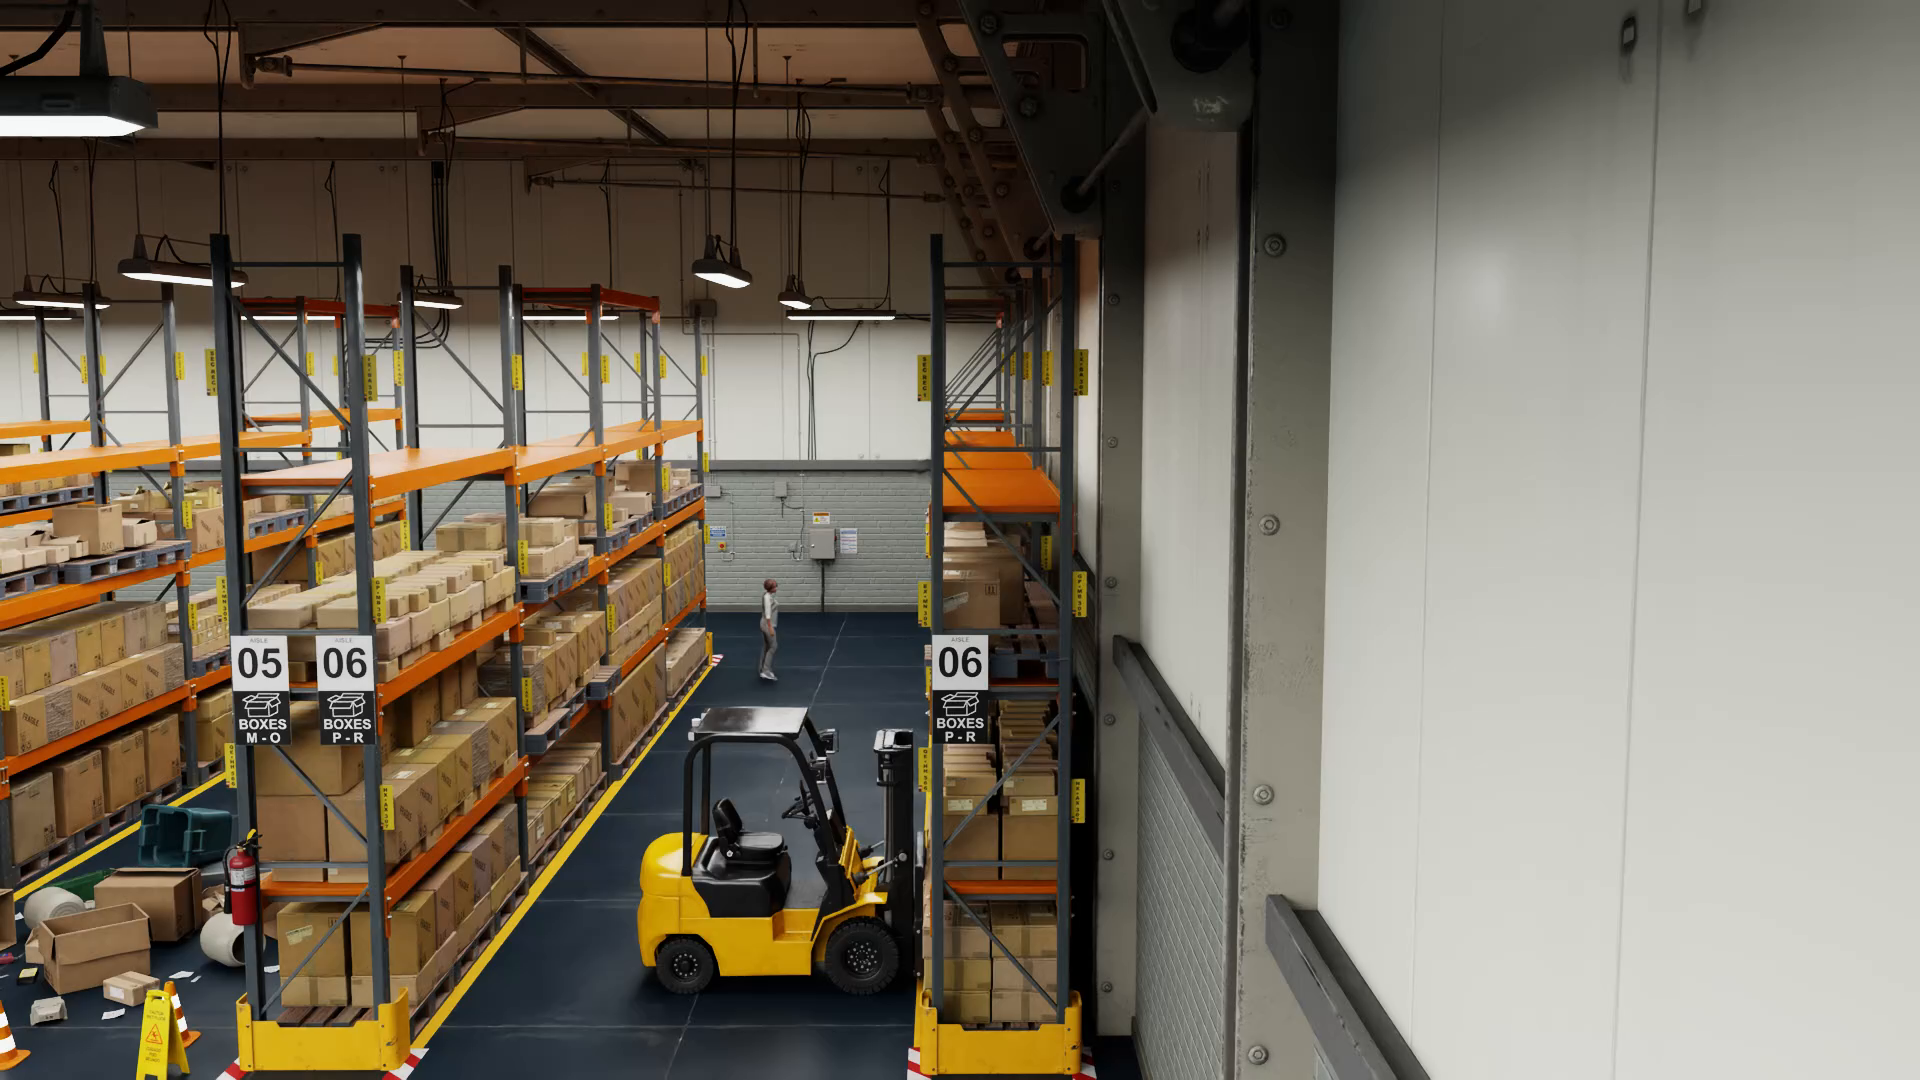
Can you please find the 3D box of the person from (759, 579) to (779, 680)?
[{"bbox_3d":[-3.063,1.430,26.648,0.348,1.623,0.524,-1,6,-6],"label":"person"}]
